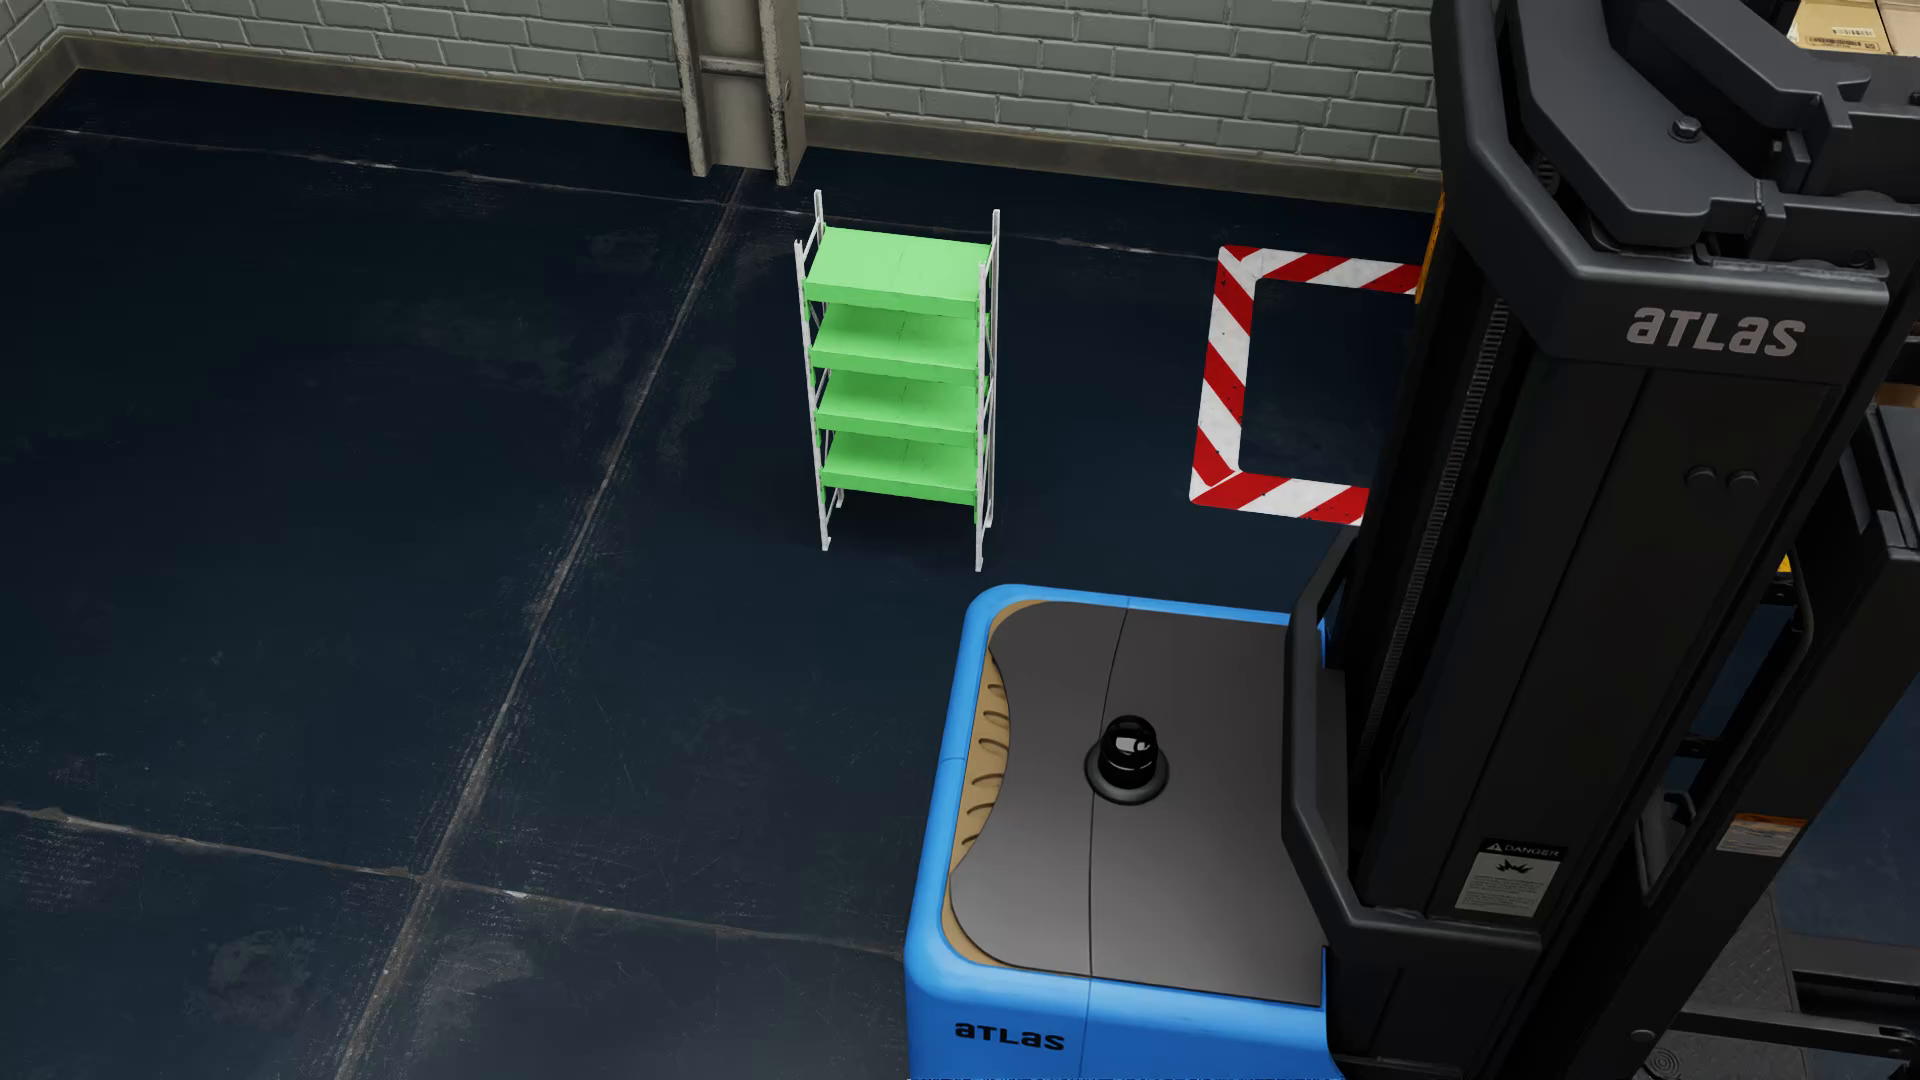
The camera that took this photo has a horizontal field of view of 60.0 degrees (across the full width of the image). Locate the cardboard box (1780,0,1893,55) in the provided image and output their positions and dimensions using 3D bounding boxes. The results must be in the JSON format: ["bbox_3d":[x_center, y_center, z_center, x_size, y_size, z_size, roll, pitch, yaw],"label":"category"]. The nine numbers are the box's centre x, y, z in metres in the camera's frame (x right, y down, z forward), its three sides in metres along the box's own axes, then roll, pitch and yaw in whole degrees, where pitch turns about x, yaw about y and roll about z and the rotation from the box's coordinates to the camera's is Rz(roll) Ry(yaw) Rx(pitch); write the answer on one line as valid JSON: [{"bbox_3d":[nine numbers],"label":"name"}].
[{"bbox_3d":[2.059,-1.299,4.301,0.500,0.250,0.500,8,49,7],"label":"cardboard box"}]

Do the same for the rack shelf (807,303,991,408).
[{"bbox_3d":[-0.163,-0.541,4.692,0.480,0.148,0.258,8,49,7],"label":"rack shelf"}]

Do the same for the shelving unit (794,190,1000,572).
[{"bbox_3d":[-0.163,-0.423,4.823,0.503,1.200,0.258,8,49,7],"label":"shelving unit"}]

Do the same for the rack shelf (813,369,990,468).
[{"bbox_3d":[-0.163,-0.380,4.871,0.480,0.148,0.258,8,49,7],"label":"rack shelf"}]

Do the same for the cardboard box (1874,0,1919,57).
[{"bbox_3d":[2.555,-1.232,4.242,0.500,0.250,0.500,8,49,7],"label":"cardboard box"}]

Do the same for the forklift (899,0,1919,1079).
[{"bbox_3d":[1.431,0.339,2.975,3.031,2.935,1.130,6,48,5],"label":"forklift"}]

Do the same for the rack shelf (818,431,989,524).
[{"bbox_3d":[-0.163,-0.220,5.049,0.480,0.148,0.258,8,49,7],"label":"rack shelf"}]

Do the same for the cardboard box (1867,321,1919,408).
[{"bbox_3d":[3.080,-0.520,5.099,0.500,0.500,0.700,9,49,8],"label":"cardboard box"}]

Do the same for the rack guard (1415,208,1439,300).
[{"bbox_3d":[1.735,-0.661,5.508,0.348,0.500,1.175,8,49,7],"label":"rack guard"}]

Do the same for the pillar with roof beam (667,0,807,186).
[{"bbox_3d":[-1.598,-1.377,0.438,0.400,9.000,9.100,8,49,7],"label":"pillar with roof beam"}]

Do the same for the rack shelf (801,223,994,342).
[{"bbox_3d":[-0.163,-0.701,4.514,0.480,0.148,0.258,8,49,7],"label":"rack shelf"}]

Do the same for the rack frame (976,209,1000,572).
[{"bbox_3d":[0.077,-0.391,4.794,0.015,1.200,0.240,8,49,7],"label":"rack frame"}]

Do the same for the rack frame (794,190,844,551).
[{"bbox_3d":[-0.403,-0.455,4.852,0.015,1.200,0.240,8,49,7],"label":"rack frame"}]
